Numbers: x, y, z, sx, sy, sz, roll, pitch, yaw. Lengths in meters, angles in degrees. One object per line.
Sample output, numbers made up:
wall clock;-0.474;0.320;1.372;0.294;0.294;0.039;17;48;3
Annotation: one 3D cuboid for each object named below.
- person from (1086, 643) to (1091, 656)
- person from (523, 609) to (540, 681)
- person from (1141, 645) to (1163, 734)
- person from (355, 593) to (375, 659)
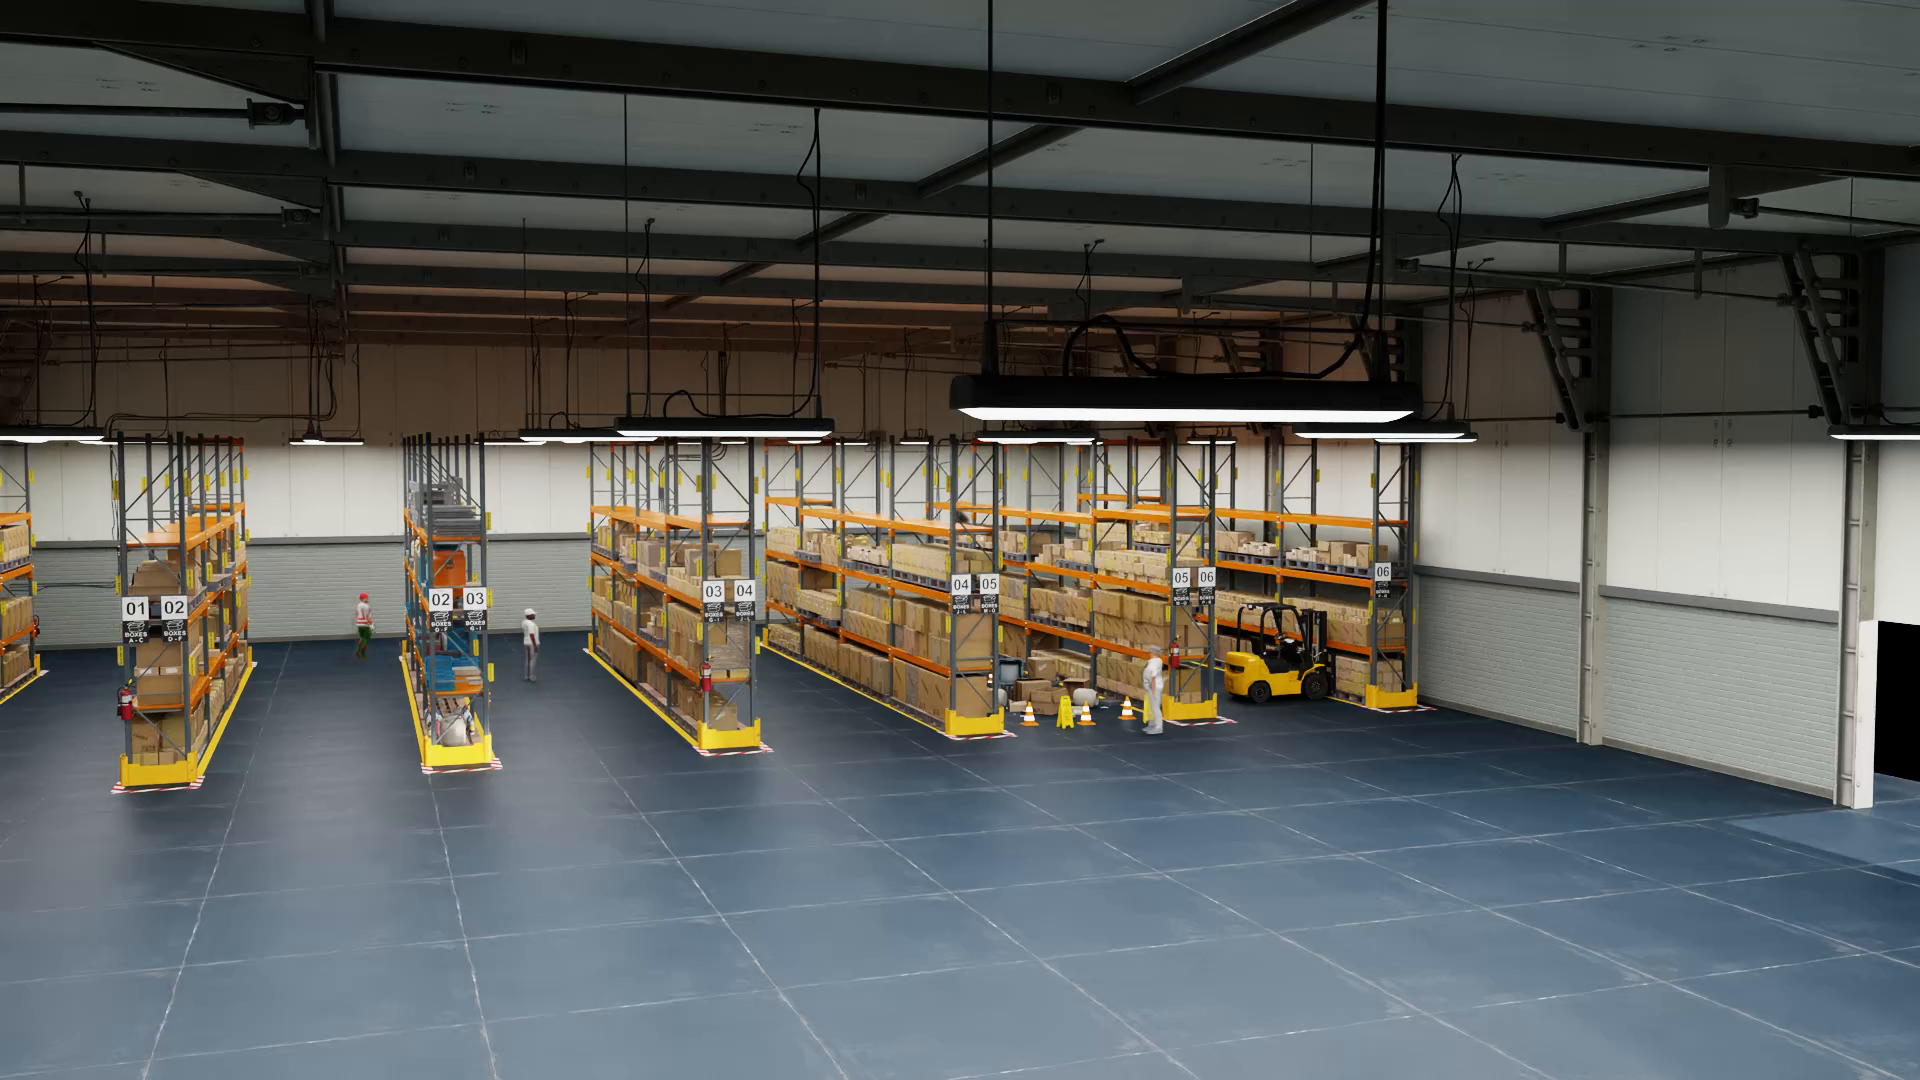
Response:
person;3.486;2.407;44.385;0.621;1.752;0.657;-1;3;-21
person;-10.534;2.570;40.990;0.491;1.766;0.591;-3;4;-44
person;3.847;2.990;33.330;0.442;1.788;0.708;0;3;6
person;-16.109;2.312;45.009;0.590;1.773;0.468;1;3;18
